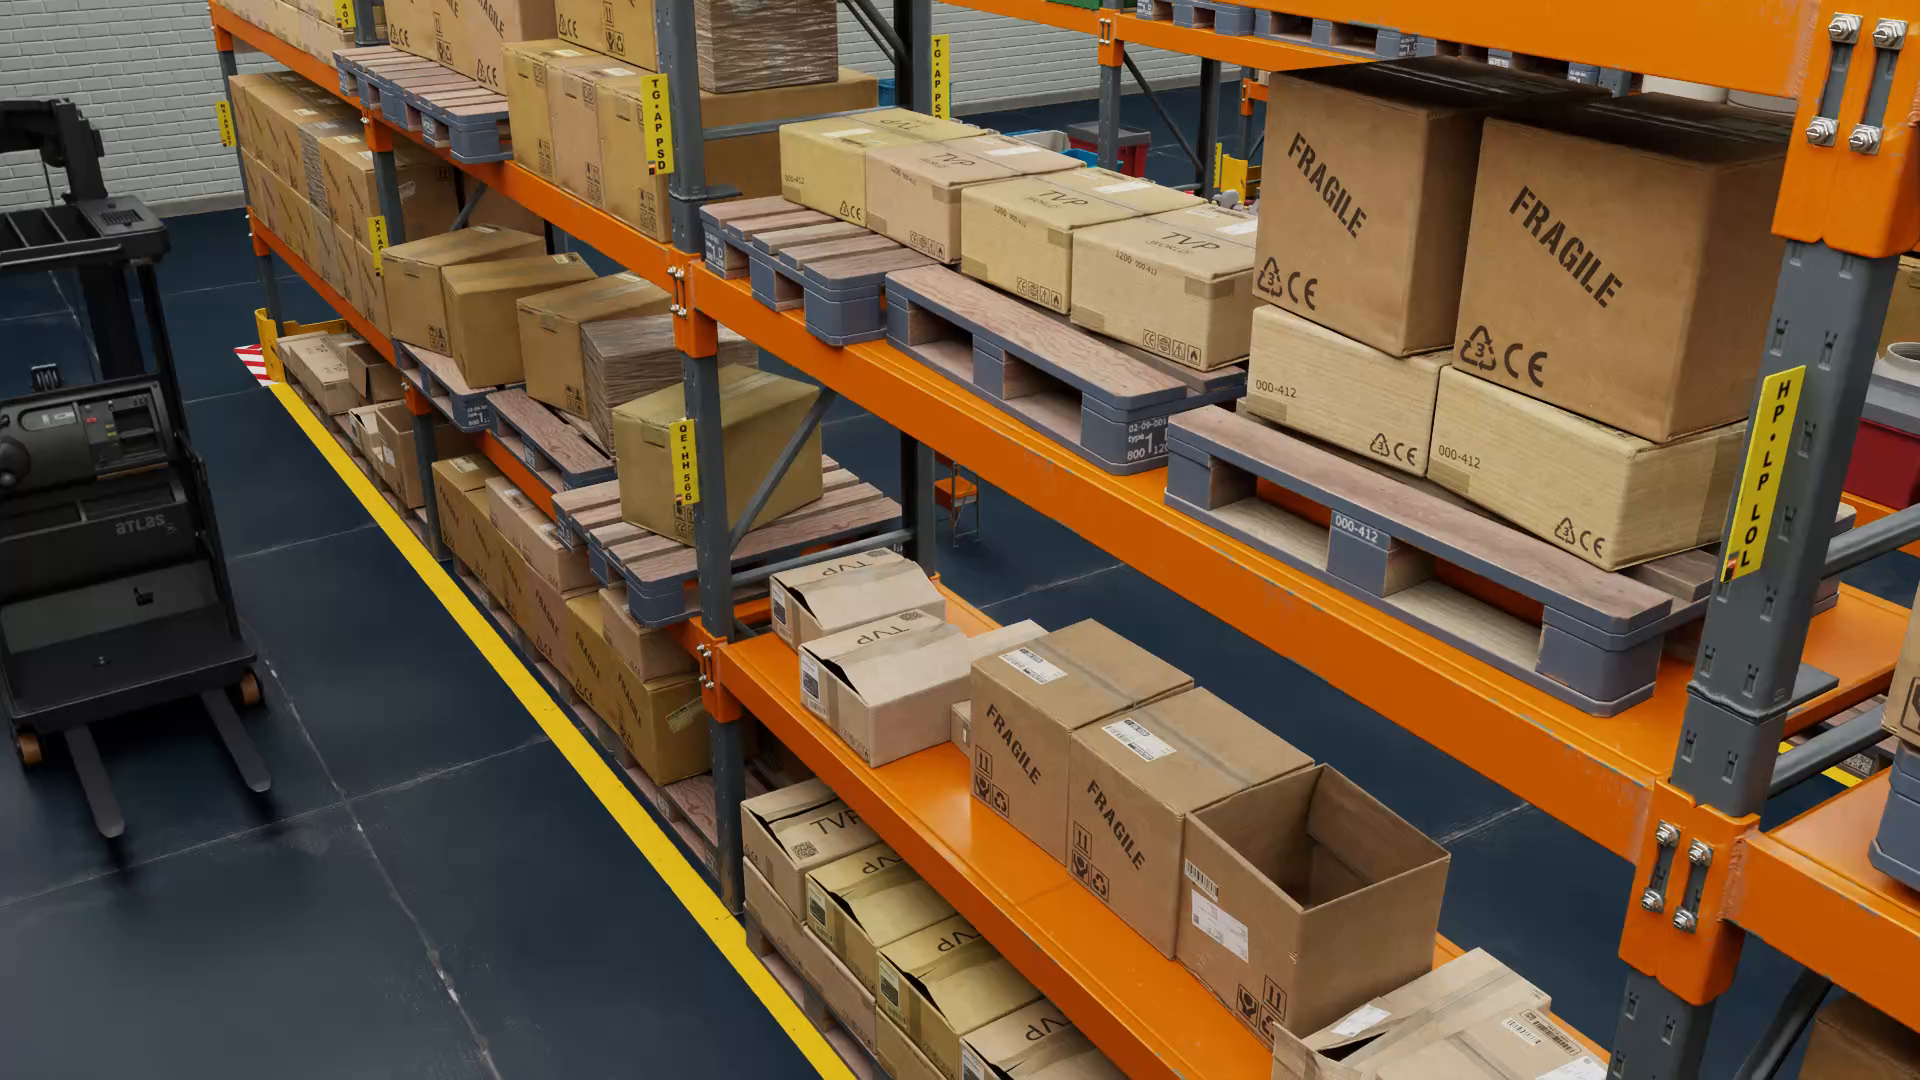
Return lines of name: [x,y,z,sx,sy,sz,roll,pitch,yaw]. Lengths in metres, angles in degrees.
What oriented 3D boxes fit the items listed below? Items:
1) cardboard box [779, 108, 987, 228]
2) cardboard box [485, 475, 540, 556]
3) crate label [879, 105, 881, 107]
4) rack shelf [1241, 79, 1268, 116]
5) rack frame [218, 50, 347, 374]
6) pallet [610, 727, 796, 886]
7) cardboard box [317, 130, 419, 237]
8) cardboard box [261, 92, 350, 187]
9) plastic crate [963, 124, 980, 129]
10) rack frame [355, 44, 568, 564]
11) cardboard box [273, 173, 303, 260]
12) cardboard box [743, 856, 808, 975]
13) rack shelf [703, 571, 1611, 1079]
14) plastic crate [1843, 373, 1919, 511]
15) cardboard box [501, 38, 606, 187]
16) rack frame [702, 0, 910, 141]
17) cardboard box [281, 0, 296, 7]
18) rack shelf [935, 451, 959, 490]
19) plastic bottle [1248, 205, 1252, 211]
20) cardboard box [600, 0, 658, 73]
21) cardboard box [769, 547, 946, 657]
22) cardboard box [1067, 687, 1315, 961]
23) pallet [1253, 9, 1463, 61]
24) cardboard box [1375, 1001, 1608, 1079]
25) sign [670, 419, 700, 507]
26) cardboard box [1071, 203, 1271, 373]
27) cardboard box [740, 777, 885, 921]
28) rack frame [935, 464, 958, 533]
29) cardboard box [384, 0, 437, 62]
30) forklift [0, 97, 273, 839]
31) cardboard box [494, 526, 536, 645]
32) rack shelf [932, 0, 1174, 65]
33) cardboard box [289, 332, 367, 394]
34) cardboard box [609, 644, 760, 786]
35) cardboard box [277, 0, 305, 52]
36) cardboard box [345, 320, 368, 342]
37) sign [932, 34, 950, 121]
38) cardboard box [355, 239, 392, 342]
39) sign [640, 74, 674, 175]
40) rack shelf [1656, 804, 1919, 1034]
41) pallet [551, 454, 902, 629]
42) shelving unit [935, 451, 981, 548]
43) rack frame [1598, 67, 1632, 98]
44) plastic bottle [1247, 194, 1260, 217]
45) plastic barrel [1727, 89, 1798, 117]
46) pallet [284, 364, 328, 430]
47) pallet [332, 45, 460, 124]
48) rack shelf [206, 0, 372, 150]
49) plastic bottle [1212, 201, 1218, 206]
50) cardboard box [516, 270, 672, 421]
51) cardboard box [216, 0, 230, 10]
cardboard box: [-0.256,-1.252,5.558,0.500,0.250,0.500,-18,31,-33]
cardboard box: [-2.129,-0.173,8.637,0.500,0.250,0.500,-15,29,-29]
crate label: [-0.907,-3.723,14.749,0.416,0.233,0.303,-16,29,-30]
rack shelf: [4.475,-4.050,16.159,1.077,0.370,4.000,-16,29,-30]
rack frame: [-4.919,-2.784,12.633,1.000,3.000,0.127,-16,29,-30]
pallet: [-0.927,1.063,7.751,1.003,0.211,1.213,-16,29,-30]
cardboard box: [-3.510,-2.153,10.010,0.500,0.500,0.500,-16,30,-31]
cardboard box: [-4.336,-2.696,11.158,0.500,0.500,0.500,-15,29,-29]
plastic crate: [-0.023,-3.488,14.364,0.396,0.136,0.243,-16,29,-30]
rack frame: [-2.735,-1.353,9.602,1.000,3.000,0.127,-16,29,-30]
cardboard box: [-4.340,-2.245,11.375,0.500,0.500,0.500,-16,29,-30]
cardboard box: [-0.511,1.387,6.527,0.500,0.250,0.500,-16,29,-30]
rack shelf: [0.541,1.118,5.210,1.077,0.370,4.000,-16,29,-30]
plastic crate: [4.227,-0.455,7.625,0.402,0.464,0.583,-16,29,-30]
cardboard box: [-1.380,-1.841,7.004,0.910,0.500,0.500,-16,29,-30]
rack frame: [-0.554,-2.634,5.289,0.949,2.616,0.053,-16,29,-30]
cardboard box: [-3.769,-3.337,9.882,0.500,0.250,0.500,-16,29,-30]
rack shelf: [-0.029,-0.484,10.071,0.215,0.259,0.240,-16,29,-30]
plastic bottle: [2.103,-2.254,11.655,0.152,0.276,0.135,-16,29,-30]
cardboard box: [-1.063,-2.116,6.416,0.500,0.500,0.500,-16,29,-30]
cardboard box: [-0.389,0.258,6.293,0.500,0.311,0.500,-14,28,-26]
cardboard box: [0.666,0.817,4.888,0.500,0.500,0.500,-15,29,-29]
pallet: [2.549,-3.114,10.041,1.003,0.211,1.213,-16,29,-30]
cardboard box: [1.327,1.410,3.924,0.500,0.250,0.500,-14,28,-26]
sign: [-1.001,-0.280,6.066,0.100,0.325,0.005,-16,29,-30]
cardboard box: [0.640,-0.668,4.322,0.500,0.250,0.500,-18,31,-34]
cardboard box: [-0.511,1.133,6.407,0.500,0.311,0.500,-14,29,-28]
rack frame: [-0.096,-0.538,10.159,0.200,1.050,0.008,-16,29,-30]
cardboard box: [-2.522,-2.792,8.412,0.600,0.600,0.600,-19,31,-34]
forklift: [-4.189,-0.474,7.821,1.130,2.935,3.031,-16,30,-31]
cardboard box: [-2.108,0.177,8.774,0.500,0.500,0.500,-15,29,-29]
rack shelf: [0.326,-4.252,13.073,1.077,0.370,4.000,-16,29,-30]
cardboard box: [-4.586,-1.300,12.195,0.500,0.250,0.500,-16,29,-30]
cardboard box: [-1.259,0.729,7.604,0.500,0.500,0.500,-14,29,-28]
cardboard box: [-3.767,-3.112,9.990,0.500,0.250,0.500,-16,29,-30]
cardboard box: [-4.415,-1.715,12.782,0.500,0.500,0.500,-16,29,-30]
sign: [-0.082,-1.675,6.072,0.100,0.325,0.005,-16,29,-30]
cardboard box: [-3.223,-1.517,9.833,0.500,0.500,0.500,-15,29,-29]
sign: [-1.007,-1.387,5.555,0.100,0.325,0.005,-16,29,-30]
rack shelf: [2.724,1.193,1.539,1.077,0.370,4.000,-16,29,-30]
pallet: [-0.980,-0.062,7.091,1.213,0.211,1.003,-16,29,-30]
shelving unit: [-0.029,-0.494,10.066,0.215,1.050,0.252,-16,29,-30]
rack frame: [3.601,-1.075,9.014,1.000,3.000,0.127,-16,29,-30]
plastic bottle: [2.072,-2.198,11.449,0.144,0.351,0.185,-16,29,-30]
plastic barrel: [3.867,-2.314,7.537,0.600,0.901,0.600,0,25,0]
pallet: [-4.441,-1.210,12.567,1.003,0.211,1.213,-16,29,-30]
pallet: [-2.438,-2.375,8.473,1.213,0.211,1.003,-16,29,-30]
rack shelf: [-3.827,-3.099,10.631,1.077,0.370,4.000,-16,29,-30]
plastic bottle: [1.809,-2.315,11.872,0.097,0.201,0.097,0,25,0]
cardboard box: [-1.719,-0.971,8.183,0.500,0.500,0.700,21,33,37]
cardboard box: [-4.851,-3.829,11.510,0.500,0.250,0.500,-16,29,-30]
